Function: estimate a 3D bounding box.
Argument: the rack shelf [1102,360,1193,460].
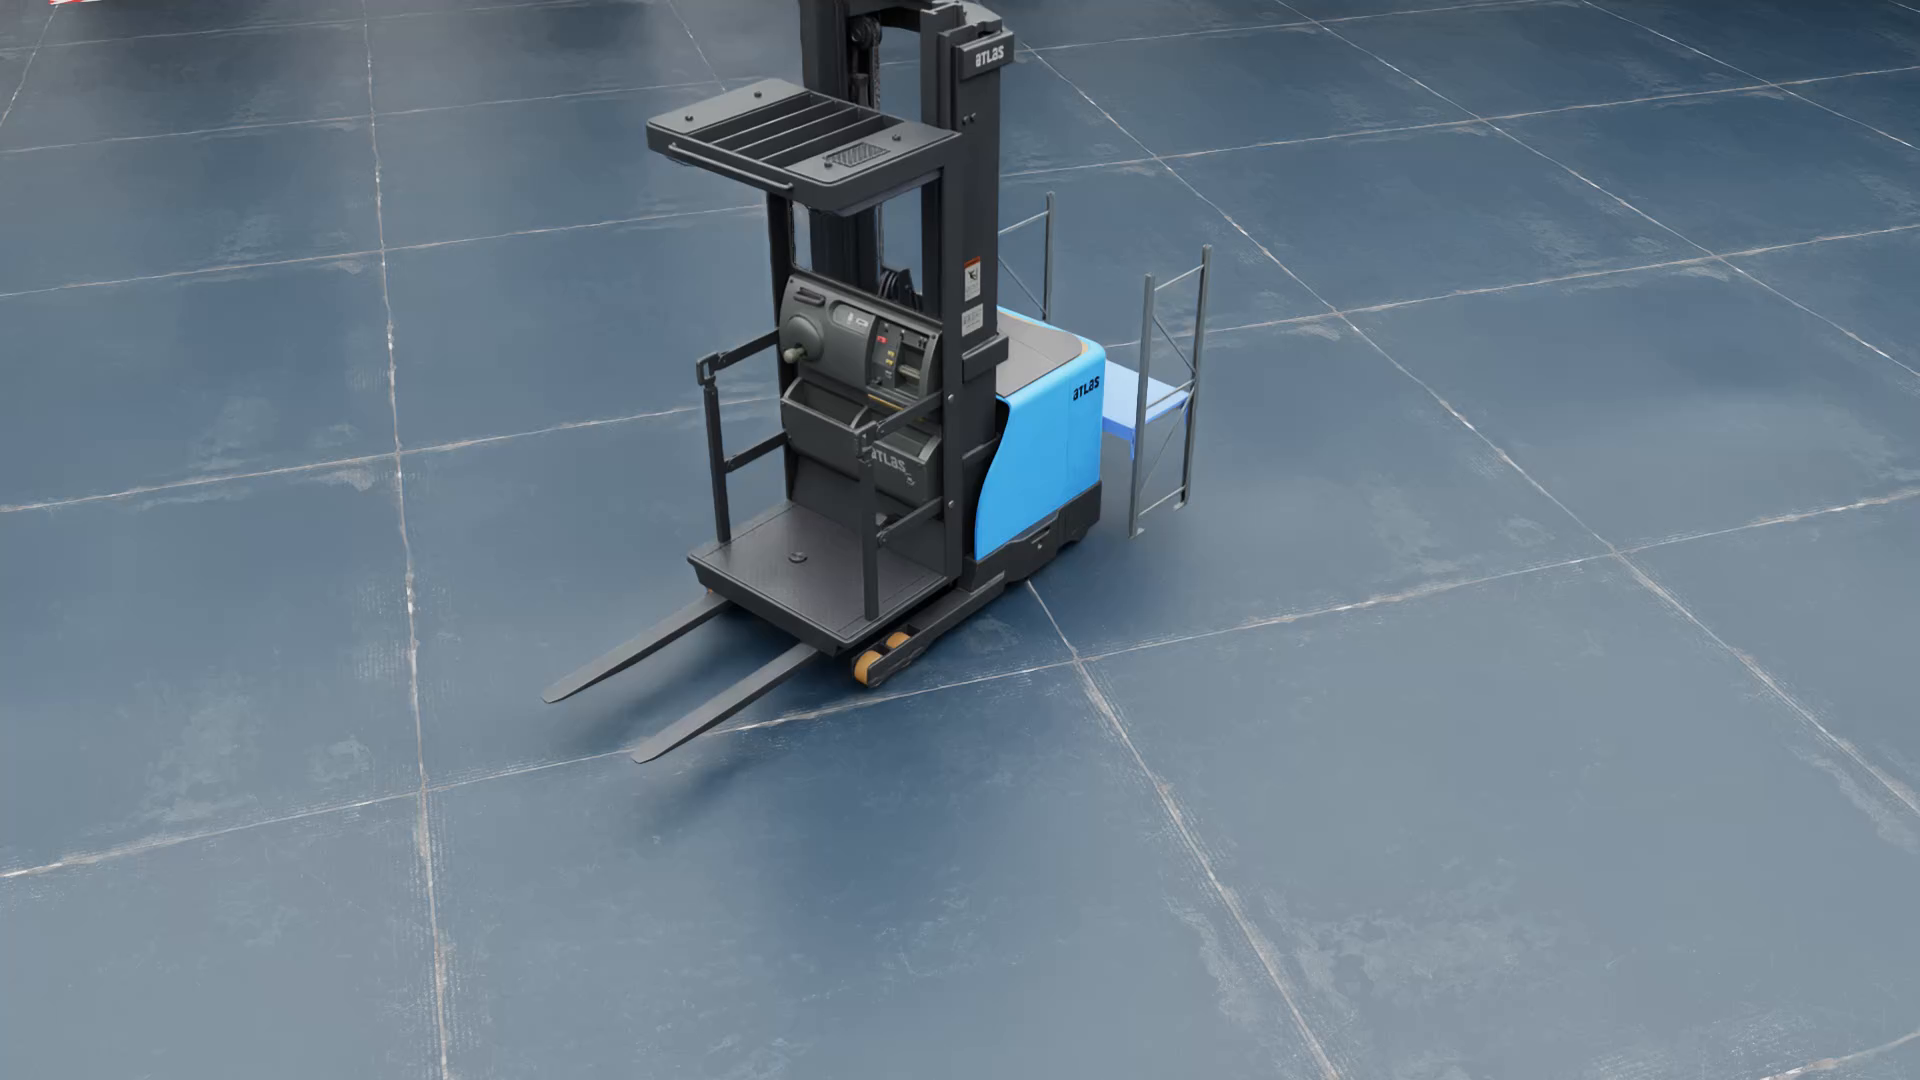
[{"bbox_3d":[0.695,-0.778,8.892,1.000,0.185,0.538,27,42,35],"label":"rack shelf"}]

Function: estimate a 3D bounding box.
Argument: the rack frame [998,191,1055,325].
[{"bbox_3d":[0.324,-1.119,9.083,0.032,1.500,0.500,27,42,35],"label":"rack frame"}]

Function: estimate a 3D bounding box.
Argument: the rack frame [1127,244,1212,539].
[{"bbox_3d":[1.066,-0.736,8.503,0.032,1.500,0.500,27,42,35],"label":"rack frame"}]

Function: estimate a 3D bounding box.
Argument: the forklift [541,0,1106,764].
[{"bbox_3d":[-0.601,-0.855,7.386,1.130,2.935,3.031,25,41,33],"label":"forklift"}]

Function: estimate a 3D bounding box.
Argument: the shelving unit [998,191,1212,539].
[{"bbox_3d":[0.695,-0.928,8.793,1.048,1.500,0.538,27,42,35],"label":"shelving unit"}]
